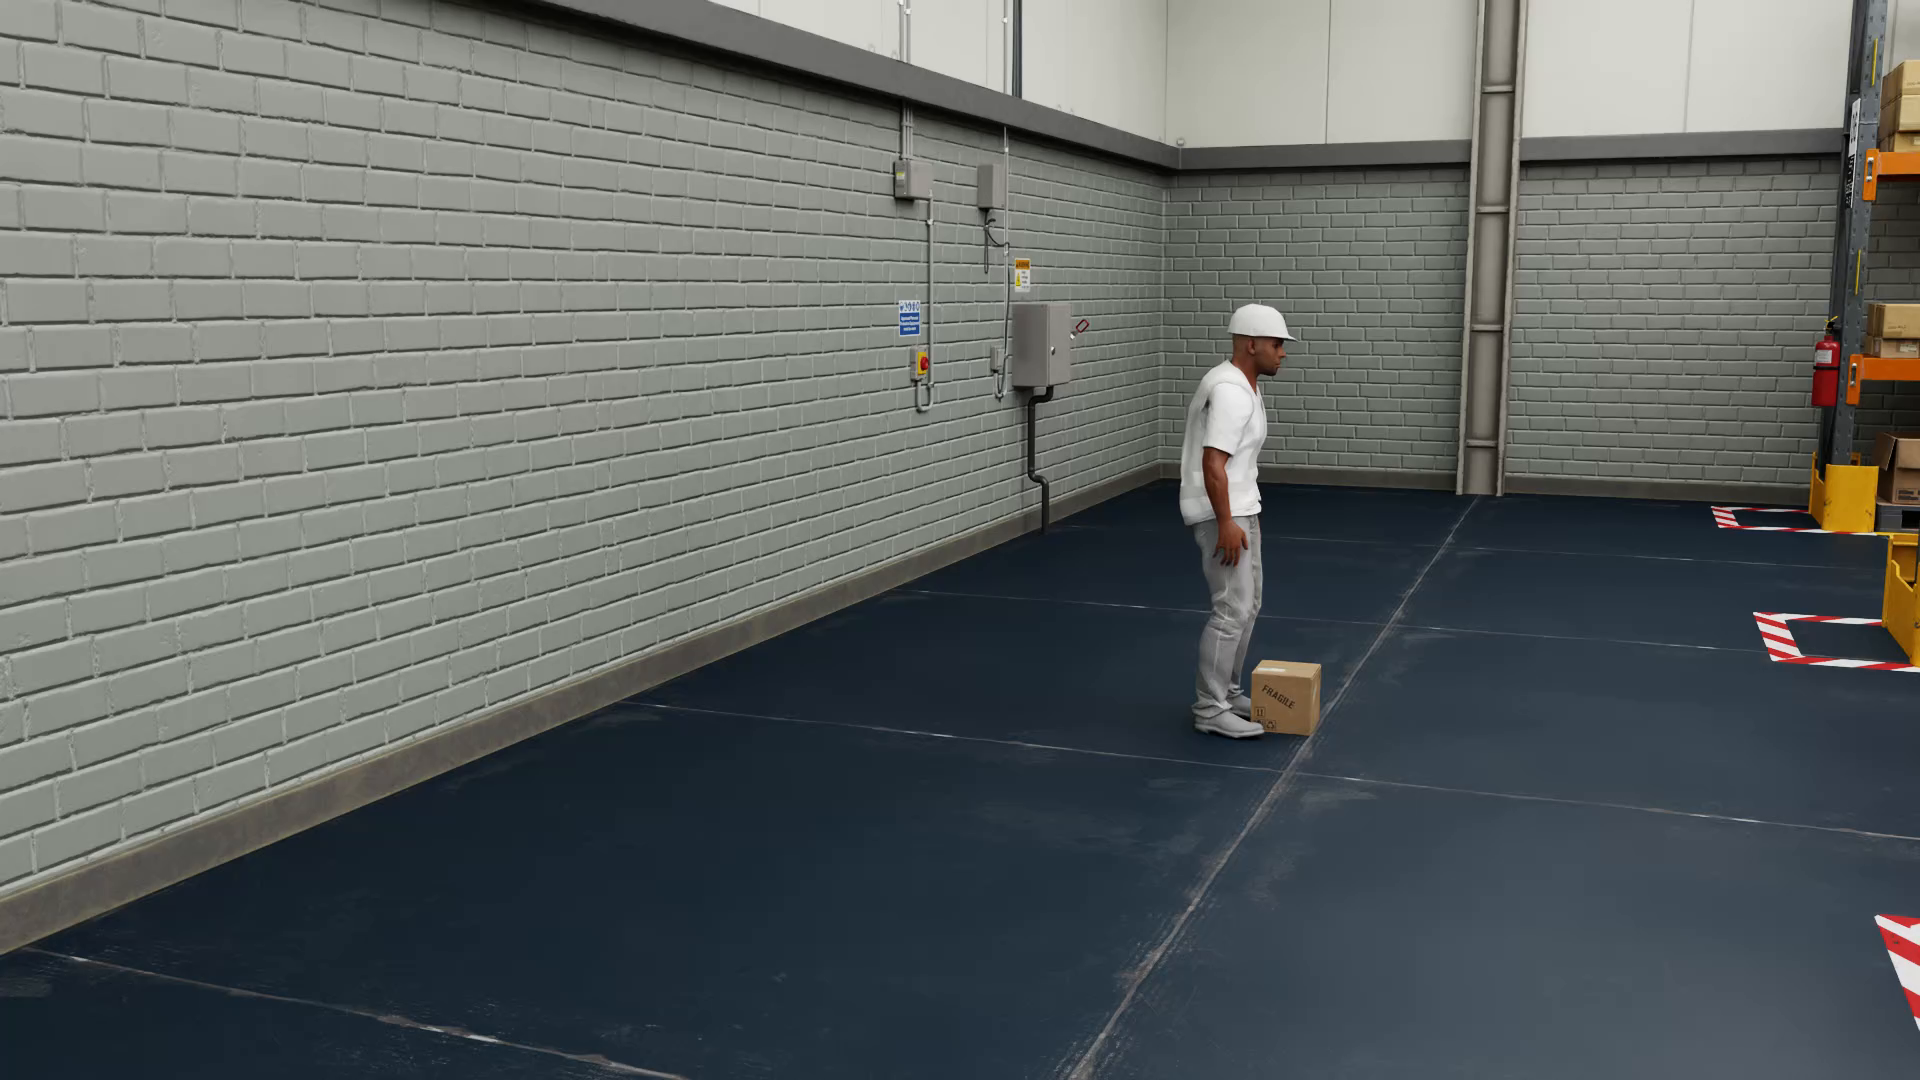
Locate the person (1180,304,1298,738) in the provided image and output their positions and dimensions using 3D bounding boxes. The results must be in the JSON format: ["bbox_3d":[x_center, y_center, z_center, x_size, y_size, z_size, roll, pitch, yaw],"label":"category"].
[{"bbox_3d":[1.151,-0.097,6.932,0.461,1.759,0.629,3,9,18],"label":"person"}]
